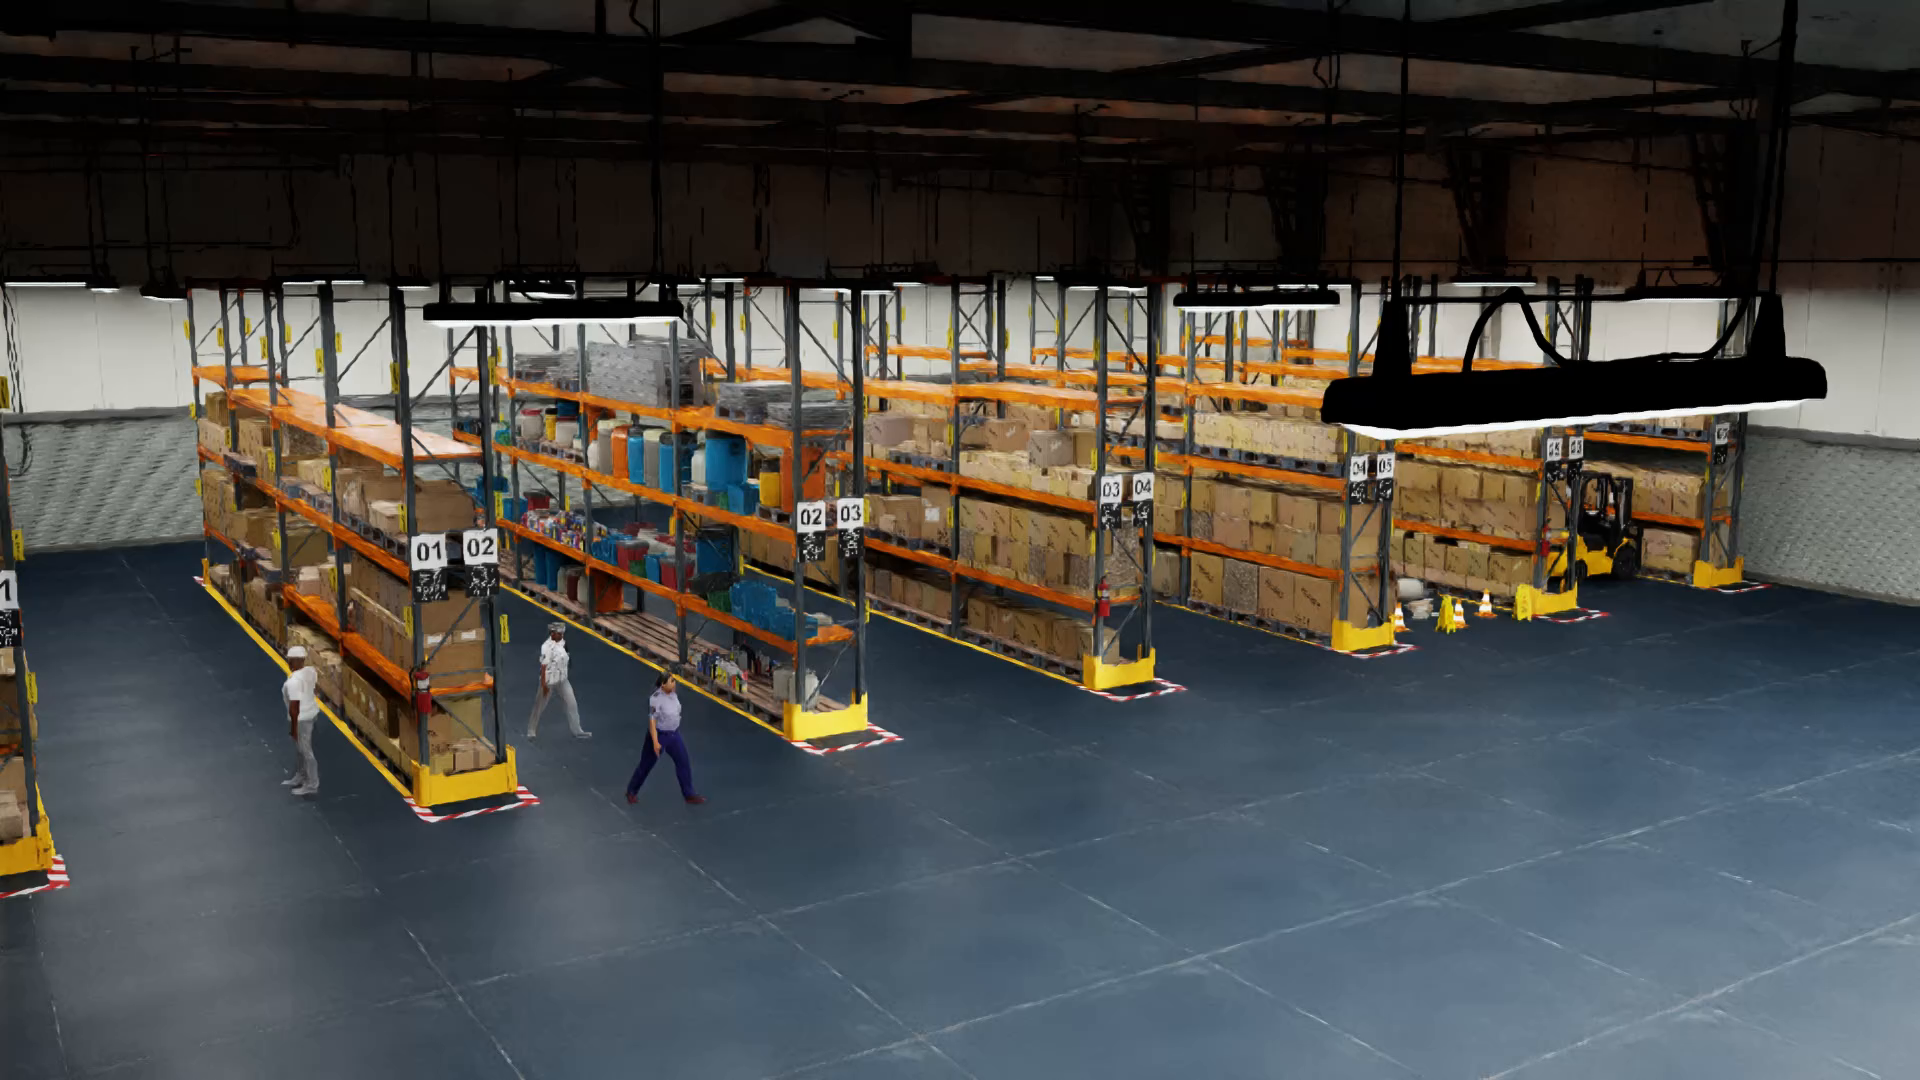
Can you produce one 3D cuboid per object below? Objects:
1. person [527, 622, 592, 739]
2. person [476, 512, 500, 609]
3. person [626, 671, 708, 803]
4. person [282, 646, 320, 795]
[{"bbox_3d":[-5.388,1.858,22.102,0.938,1.624,0.490,7,12,34],"label":"person"},{"bbox_3d":[-8.752,0.359,30.532,0.586,1.748,0.653,0,10,-3],"label":"person"},{"bbox_3d":[-3.480,2.309,19.416,0.918,1.611,0.584,6,11,30],"label":"person"},{"bbox_3d":[-7.943,2.134,19.930,0.497,1.765,0.625,0,10,-1],"label":"person"}]
